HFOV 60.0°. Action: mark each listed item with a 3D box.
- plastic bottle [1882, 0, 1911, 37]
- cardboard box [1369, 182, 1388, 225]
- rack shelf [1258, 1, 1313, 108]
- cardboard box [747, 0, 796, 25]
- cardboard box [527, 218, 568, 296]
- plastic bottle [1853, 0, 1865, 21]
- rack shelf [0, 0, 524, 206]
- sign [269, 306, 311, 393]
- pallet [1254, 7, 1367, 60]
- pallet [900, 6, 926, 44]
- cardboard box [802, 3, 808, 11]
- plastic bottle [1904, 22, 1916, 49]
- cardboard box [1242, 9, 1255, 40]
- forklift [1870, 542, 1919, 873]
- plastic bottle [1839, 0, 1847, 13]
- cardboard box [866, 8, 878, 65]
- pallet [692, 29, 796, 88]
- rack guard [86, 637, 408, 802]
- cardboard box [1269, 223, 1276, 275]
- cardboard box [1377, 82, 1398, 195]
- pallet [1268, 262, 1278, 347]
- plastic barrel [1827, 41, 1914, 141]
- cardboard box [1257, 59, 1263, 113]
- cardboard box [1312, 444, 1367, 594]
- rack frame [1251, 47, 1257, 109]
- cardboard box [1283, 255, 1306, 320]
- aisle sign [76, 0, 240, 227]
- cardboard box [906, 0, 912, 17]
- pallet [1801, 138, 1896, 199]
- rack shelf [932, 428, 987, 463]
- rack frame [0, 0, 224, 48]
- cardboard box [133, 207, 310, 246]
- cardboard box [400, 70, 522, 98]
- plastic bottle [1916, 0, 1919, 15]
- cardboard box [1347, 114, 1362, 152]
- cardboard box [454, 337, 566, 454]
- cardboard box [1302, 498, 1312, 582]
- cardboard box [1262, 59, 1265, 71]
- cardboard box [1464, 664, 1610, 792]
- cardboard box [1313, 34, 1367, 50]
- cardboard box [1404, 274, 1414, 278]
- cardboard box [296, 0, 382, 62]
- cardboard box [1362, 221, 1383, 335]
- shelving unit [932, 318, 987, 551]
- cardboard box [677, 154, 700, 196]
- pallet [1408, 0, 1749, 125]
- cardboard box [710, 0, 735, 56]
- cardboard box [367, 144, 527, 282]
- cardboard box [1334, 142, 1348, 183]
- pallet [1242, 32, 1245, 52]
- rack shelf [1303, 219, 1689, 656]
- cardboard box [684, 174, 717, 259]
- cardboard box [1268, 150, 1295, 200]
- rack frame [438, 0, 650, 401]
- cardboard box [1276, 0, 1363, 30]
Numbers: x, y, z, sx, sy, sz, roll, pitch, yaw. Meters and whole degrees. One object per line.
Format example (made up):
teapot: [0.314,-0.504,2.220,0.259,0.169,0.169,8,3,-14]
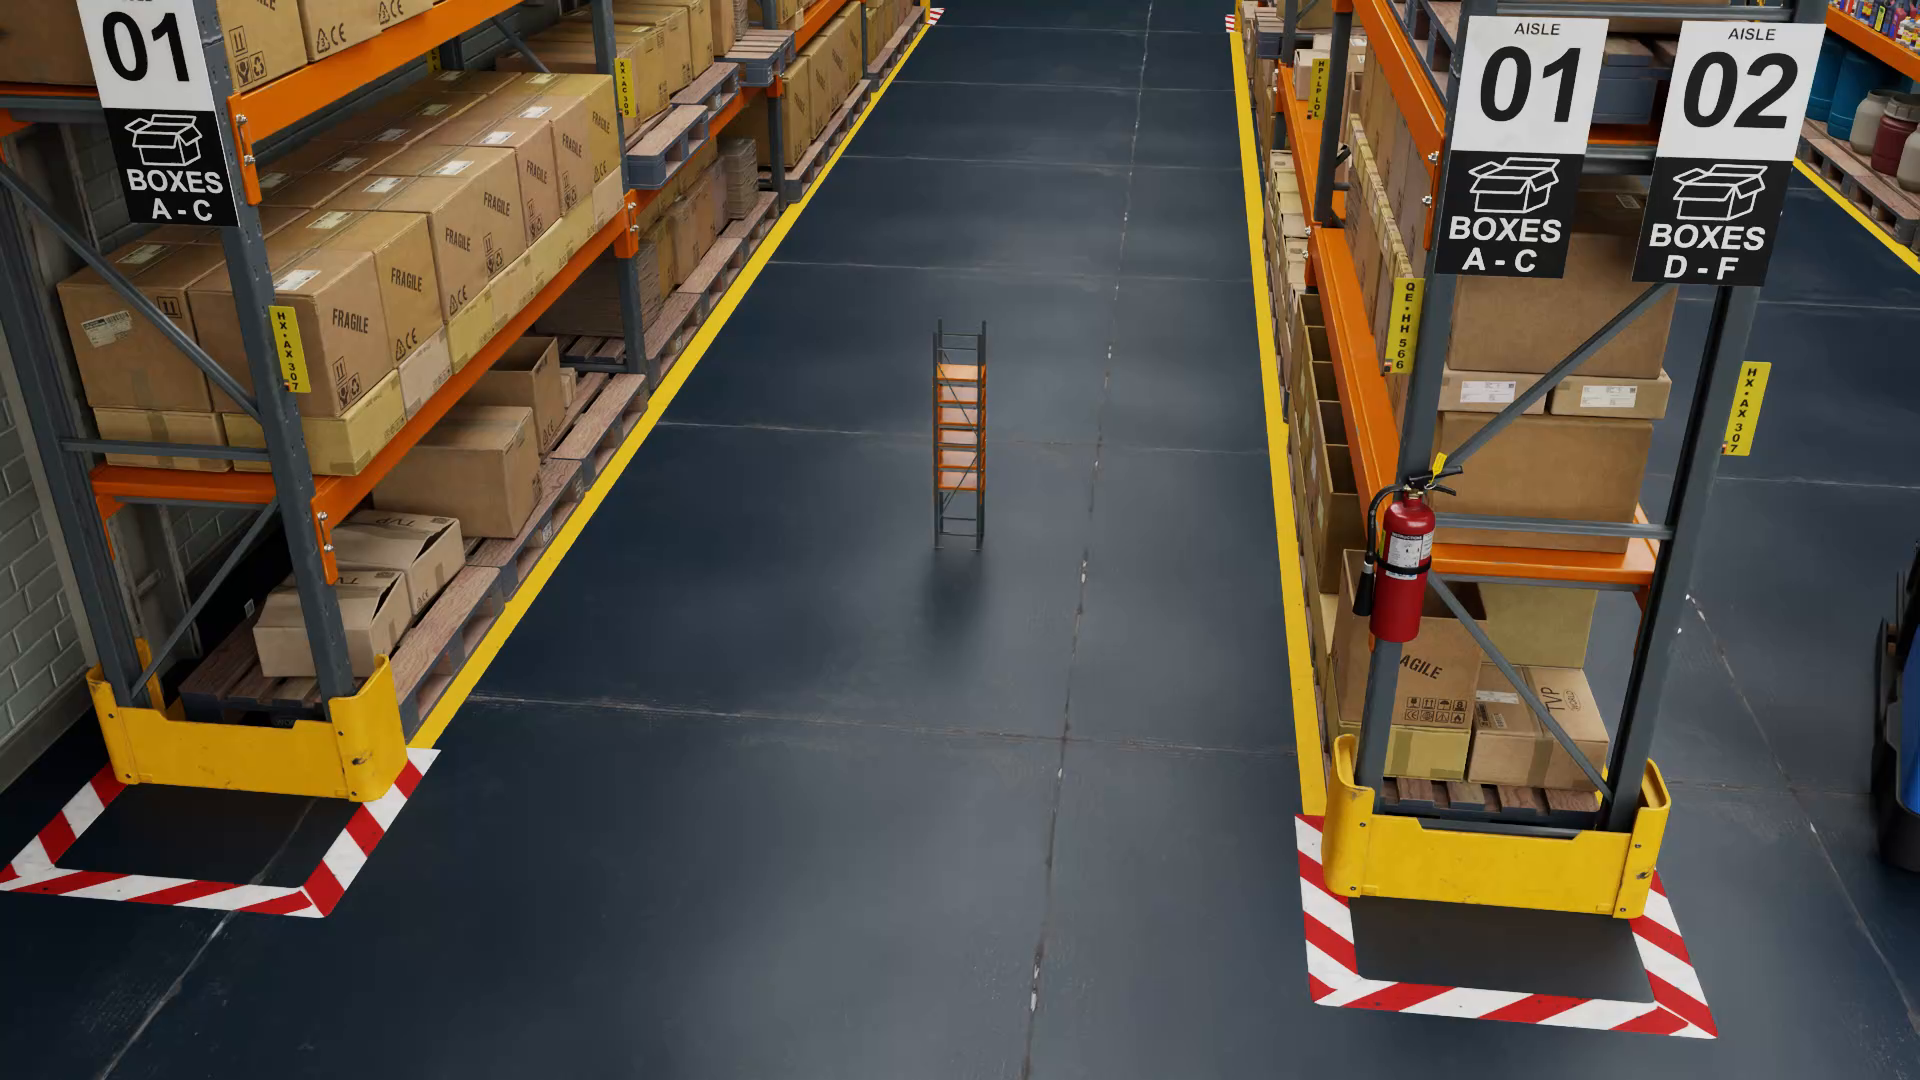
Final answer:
plastic bottle: [7.707,-4.323,13.663,0.144,0.351,0.185,3,28,6]
cardboard box: [2.095,-1.533,7.644,0.380,0.149,0.250,3,28,5]
rack shelf: [3.209,-4.433,14.574,1.077,0.370,4.000,3,28,6]
cardboard box: [-1.639,-4.492,13.485,0.500,0.500,0.500,4,29,8]
cardboard box: [-2.315,-1.442,8.401,0.500,0.250,0.500,3,28,6]
plastic bottle: [7.793,-4.606,14.268,0.152,0.276,0.135,3,28,6]
rack shelf: [-2.688,-2.274,7.404,1.077,0.370,4.000,3,28,6]
sign: [-2.394,-0.678,5.934,0.100,0.325,0.005,3,28,6]
pallet: [2.978,-4.047,13.302,1.213,0.211,1.003,3,28,6]
pallet: [-0.993,-6.252,20.132,1.003,0.211,1.213,3,28,6]
cardboard box: [-1.552,-4.741,14.632,0.380,0.149,0.250,4,29,7]
plastic bottle: [7.626,-4.037,13.291,0.097,0.201,0.097,0,28,0]
cardboard box: [3.474,-5.847,18.876,0.500,0.250,0.500,3,28,6]
forklift: [4.647,-0.529,6.642,1.130,2.935,3.031,14,31,23]
plastic bottle: [7.793,-4.784,14.591,0.061,0.283,0.133,3,28,6]
cardboard box: [-1.269,-5.408,17.818,0.700,0.500,0.500,4,29,7]
pallet: [-1.934,-3.668,12.599,1.213,0.211,1.003,3,28,6]
rack guard: [-2.923,0.736,6.857,1.175,0.500,0.348,3,28,6]
cardboard box: [2.490,-2.072,11.889,0.500,0.250,0.500,3,28,5]
cardboard box: [2.303,-1.858,7.563,0.700,0.500,0.500,3,28,6]
pallet: [2.673,-1.623,11.540,1.003,0.211,1.213,3,28,6]
plastic barrel: [8.200,-4.074,14.920,0.600,0.901,0.708,3,28,6]
cardboard box: [3.099,-4.319,15.776,0.500,0.500,0.500,4,29,7]
cardboard box: [1.863,-0.088,7.417,0.500,0.500,0.500,3,28,6]
rack frame: [3.454,-5.691,16.151,1.000,3.000,0.127,3,28,6]
cardboard box: [2.297,-1.599,10.421,0.500,0.311,0.500,4,29,8]
aisle sign: [-2.644,-1.422,5.486,0.394,0.787,0.004,3,28,6]
cardboard box: [-0.959,-6.609,20.048,0.700,0.500,0.500,3,28,6]
pallet: [8.087,-3.237,14.536,1.003,0.211,1.213,3,28,6]
rack shelf: [-0.002,-0.482,8.474,0.258,0.103,0.180,3,28,6]
rack frame: [-2.933,-2.970,4.775,1.000,3.000,0.127,3,28,6]
cardboard box: [-3.014,-1.072,6.924,0.500,0.500,0.500,4,29,7]
cardboard box: [-2.707,-2.275,9.157,0.500,0.500,0.500,3,28,5]
plastic bottle: [8.410,-4.730,14.502,0.097,0.271,0.097,0,28,0]
cardboard box: [2.249,-2.140,8.770,0.380,0.149,0.250,3,28,6]
cardboard box: [-2.530,-0.814,9.270,0.500,0.500,0.500,1,28,2]
cardboard box: [1.929,0.007,8.031,0.500,0.250,0.500,3,28,6]
cardboard box: [3.031,-4.430,15.192,0.500,0.250,0.500,3,29,6]
cardboard box: [2.271,0.744,6.664,0.500,0.250,0.500,3,28,6]
cardboard box: [2.876,-3.600,12.364,0.500,0.311,0.500,5,29,9]
cardboard box: [1.937,-0.925,6.515,0.380,0.149,0.250,4,29,7]
cardboard box: [-2.542,-2.096,6.188,0.500,0.500,0.500,5,29,10]
cardboard box: [2.303,-1.276,7.850,0.700,0.500,0.500,4,29,7]
shelving unit: [-0.002,-0.521,8.453,0.258,1.200,0.189,3,28,6]
cardboard box: [-2.179,-2.669,11.922,0.500,0.250,0.500,3,28,6]
pallet: [2.096,-1.656,5.591,1.003,0.211,1.213,3,28,6]
cardboard box: [-2.042,-3.846,12.156,0.700,0.500,0.500,1,28,1]
cardboard box: [-2.384,-1.527,7.769,0.500,0.500,0.500,4,29,8]
cardboard box: [2.400,-2.291,9.981,0.396,0.266,0.258,3,28,5]
pallet: [3.839,-5.935,19.545,1.003,0.211,1.213,3,28,6]
rack shelf: [2.229,-0.667,7.585,1.077,0.370,4.000,3,28,6]
cardboard box: [-2.200,-2.374,12.167,0.700,0.500,0.500,3,28,6]
cardboard box: [2.609,-2.800,12.650,0.500,0.311,0.500,4,29,8]
rack frame: [-2.443,-2.212,9.693,1.000,3.000,0.127,3,28,6]
cardboard box: [2.930,-4.340,13.095,0.700,0.500,0.500,-6,29,-11]
